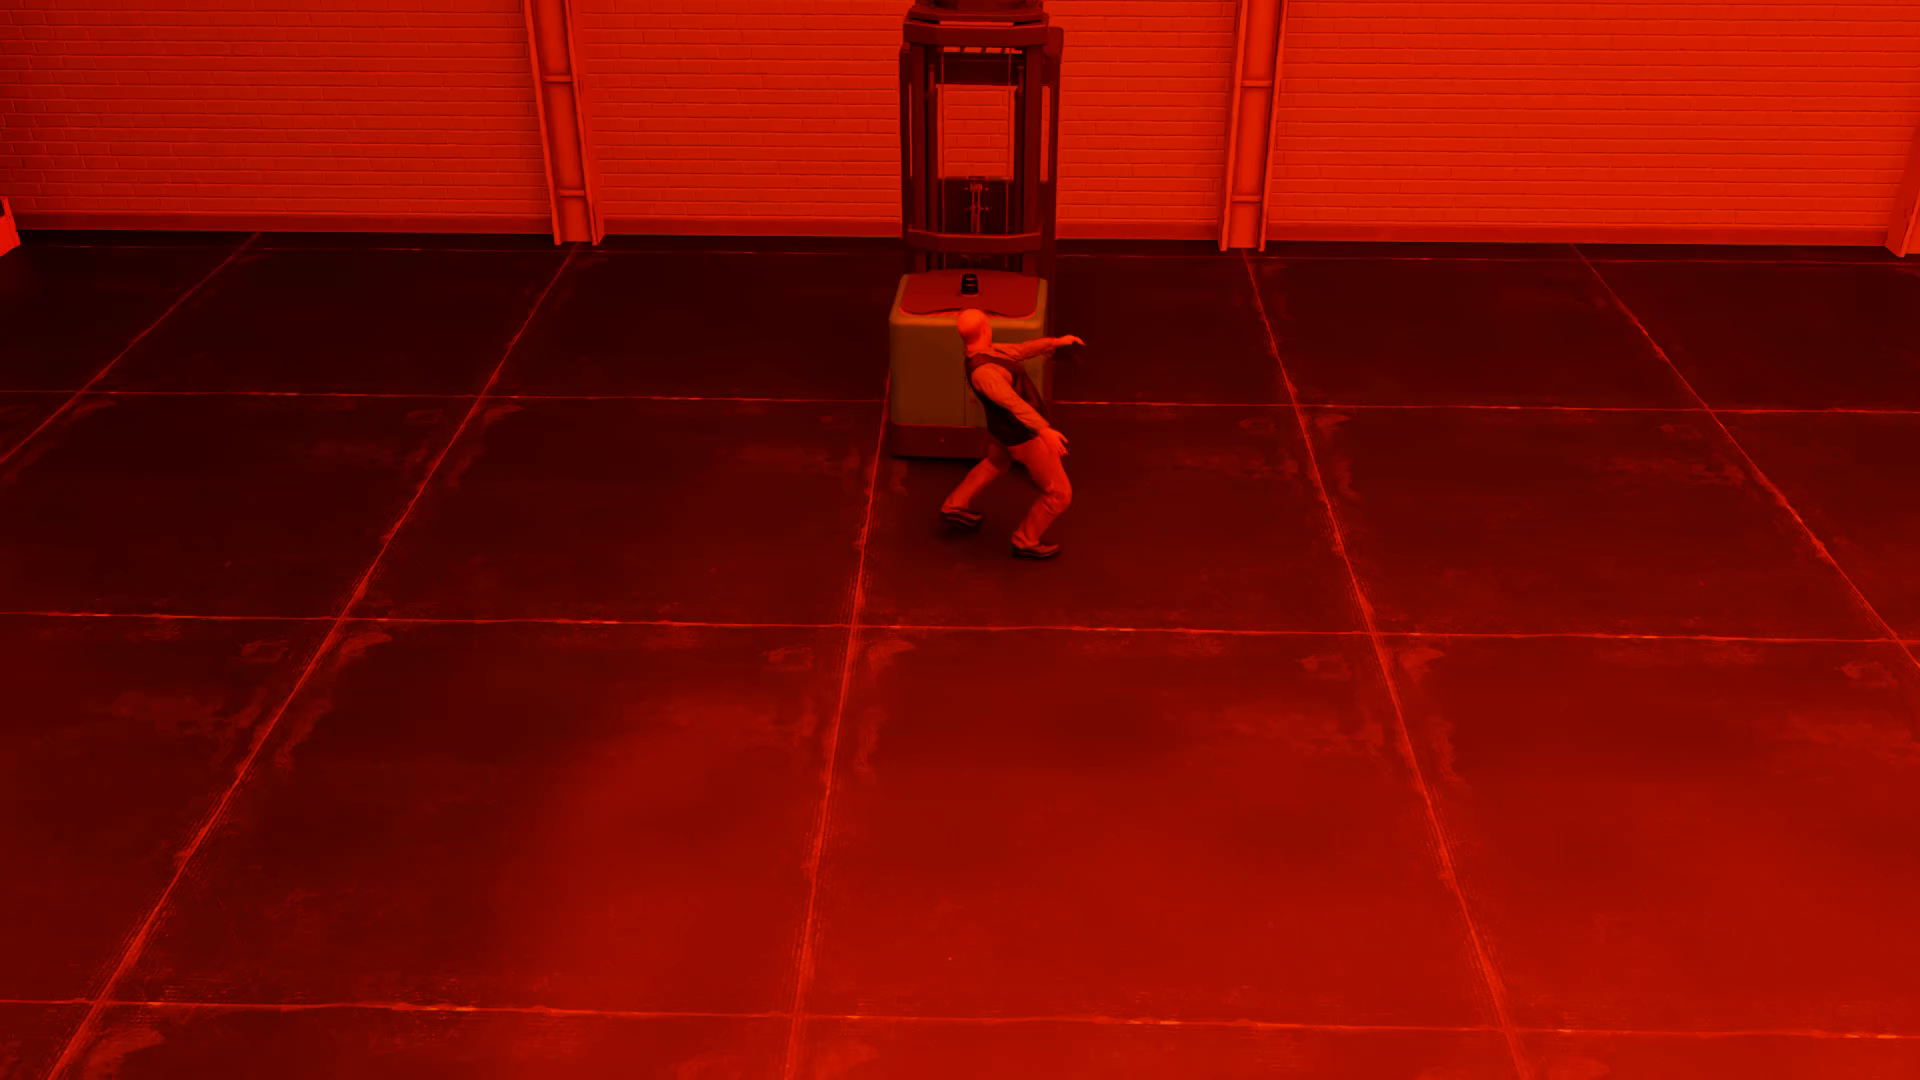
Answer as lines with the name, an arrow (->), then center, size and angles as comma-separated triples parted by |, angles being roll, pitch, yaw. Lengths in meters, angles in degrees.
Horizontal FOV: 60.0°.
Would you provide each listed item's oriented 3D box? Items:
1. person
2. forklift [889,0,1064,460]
person -> 0.392, -0.619, 10.026 | 0.802, 1.519, 0.921 | -12, 33, -19
forklift -> 0.154, -2.522, 11.892 | 1.130, 2.935, 3.031 | 2, 31, 4
